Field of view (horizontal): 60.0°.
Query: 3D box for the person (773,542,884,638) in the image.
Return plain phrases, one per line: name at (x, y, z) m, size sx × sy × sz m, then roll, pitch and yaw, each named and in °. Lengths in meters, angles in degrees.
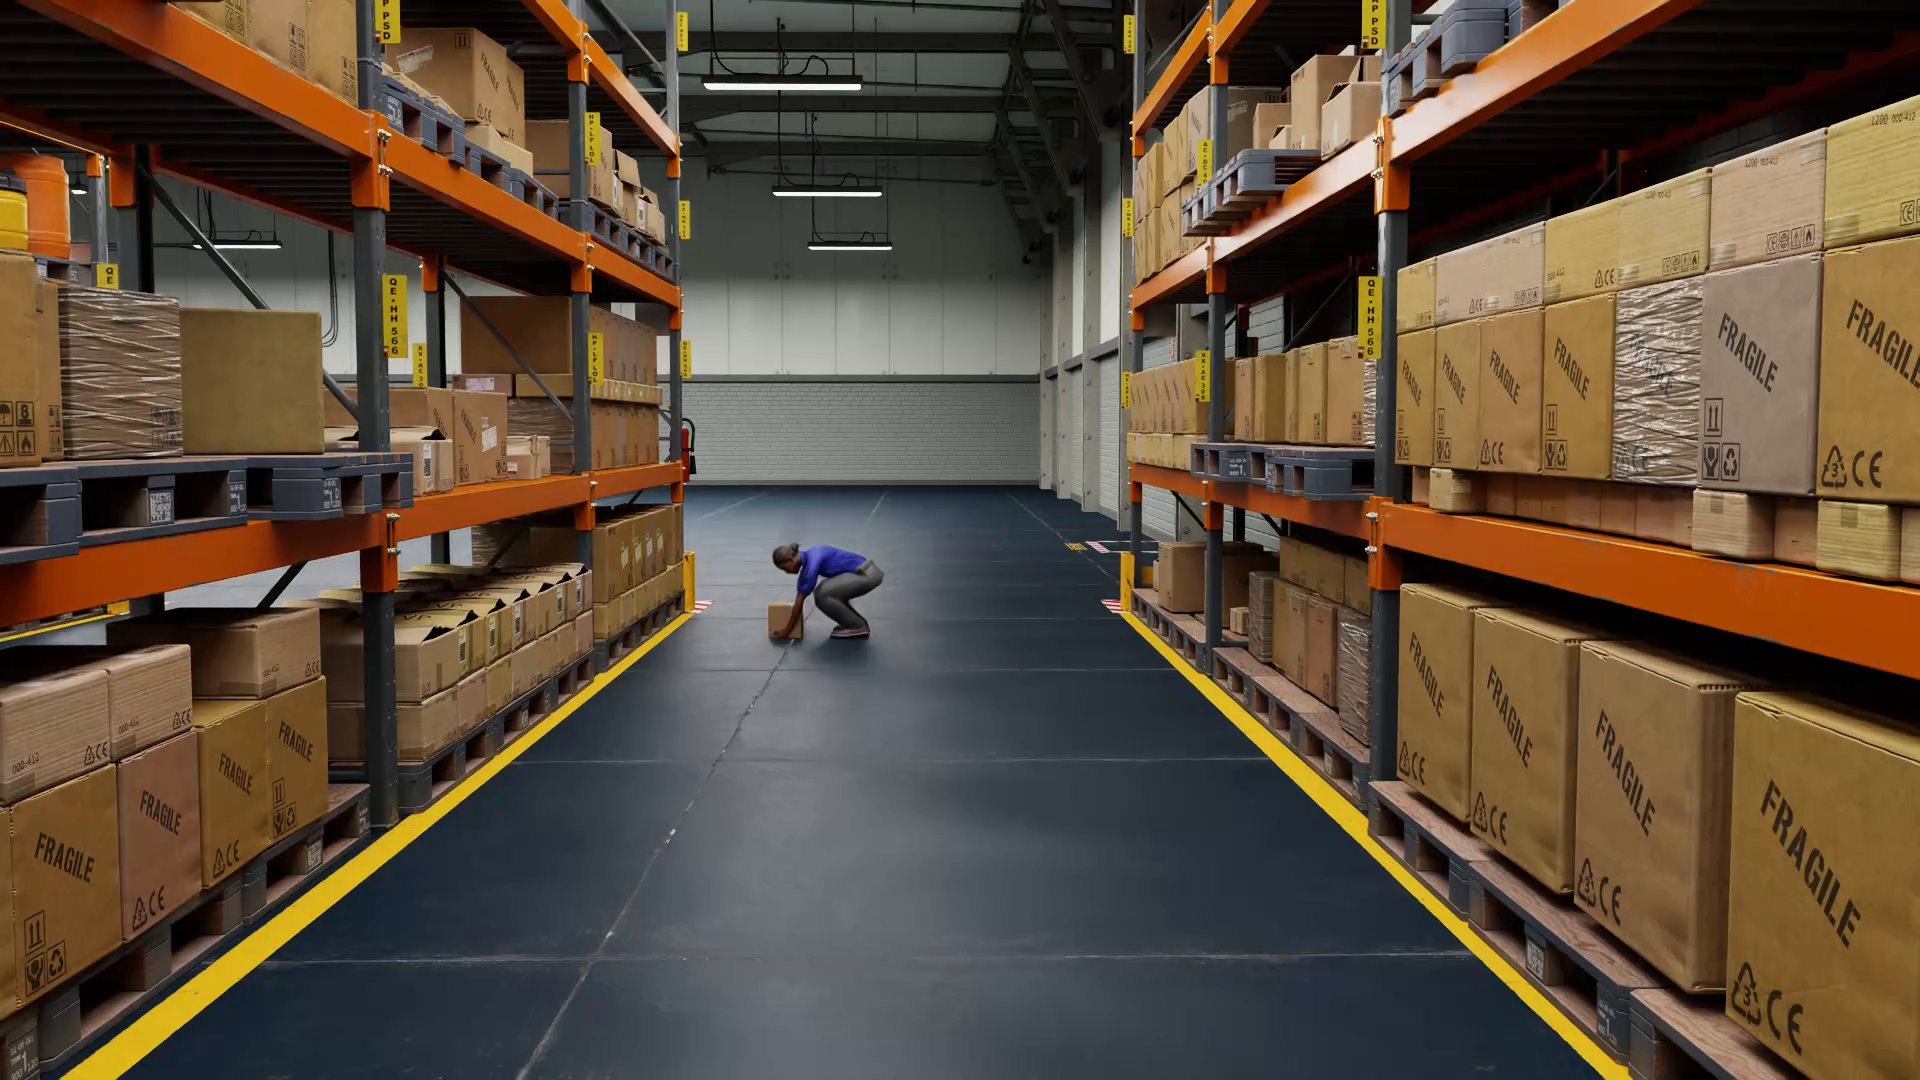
person at (-1.012, 0.386, 12.825) m, size 0.855 × 0.746 × 0.457 m, roll 0°, pitch 4°, yaw -3°
